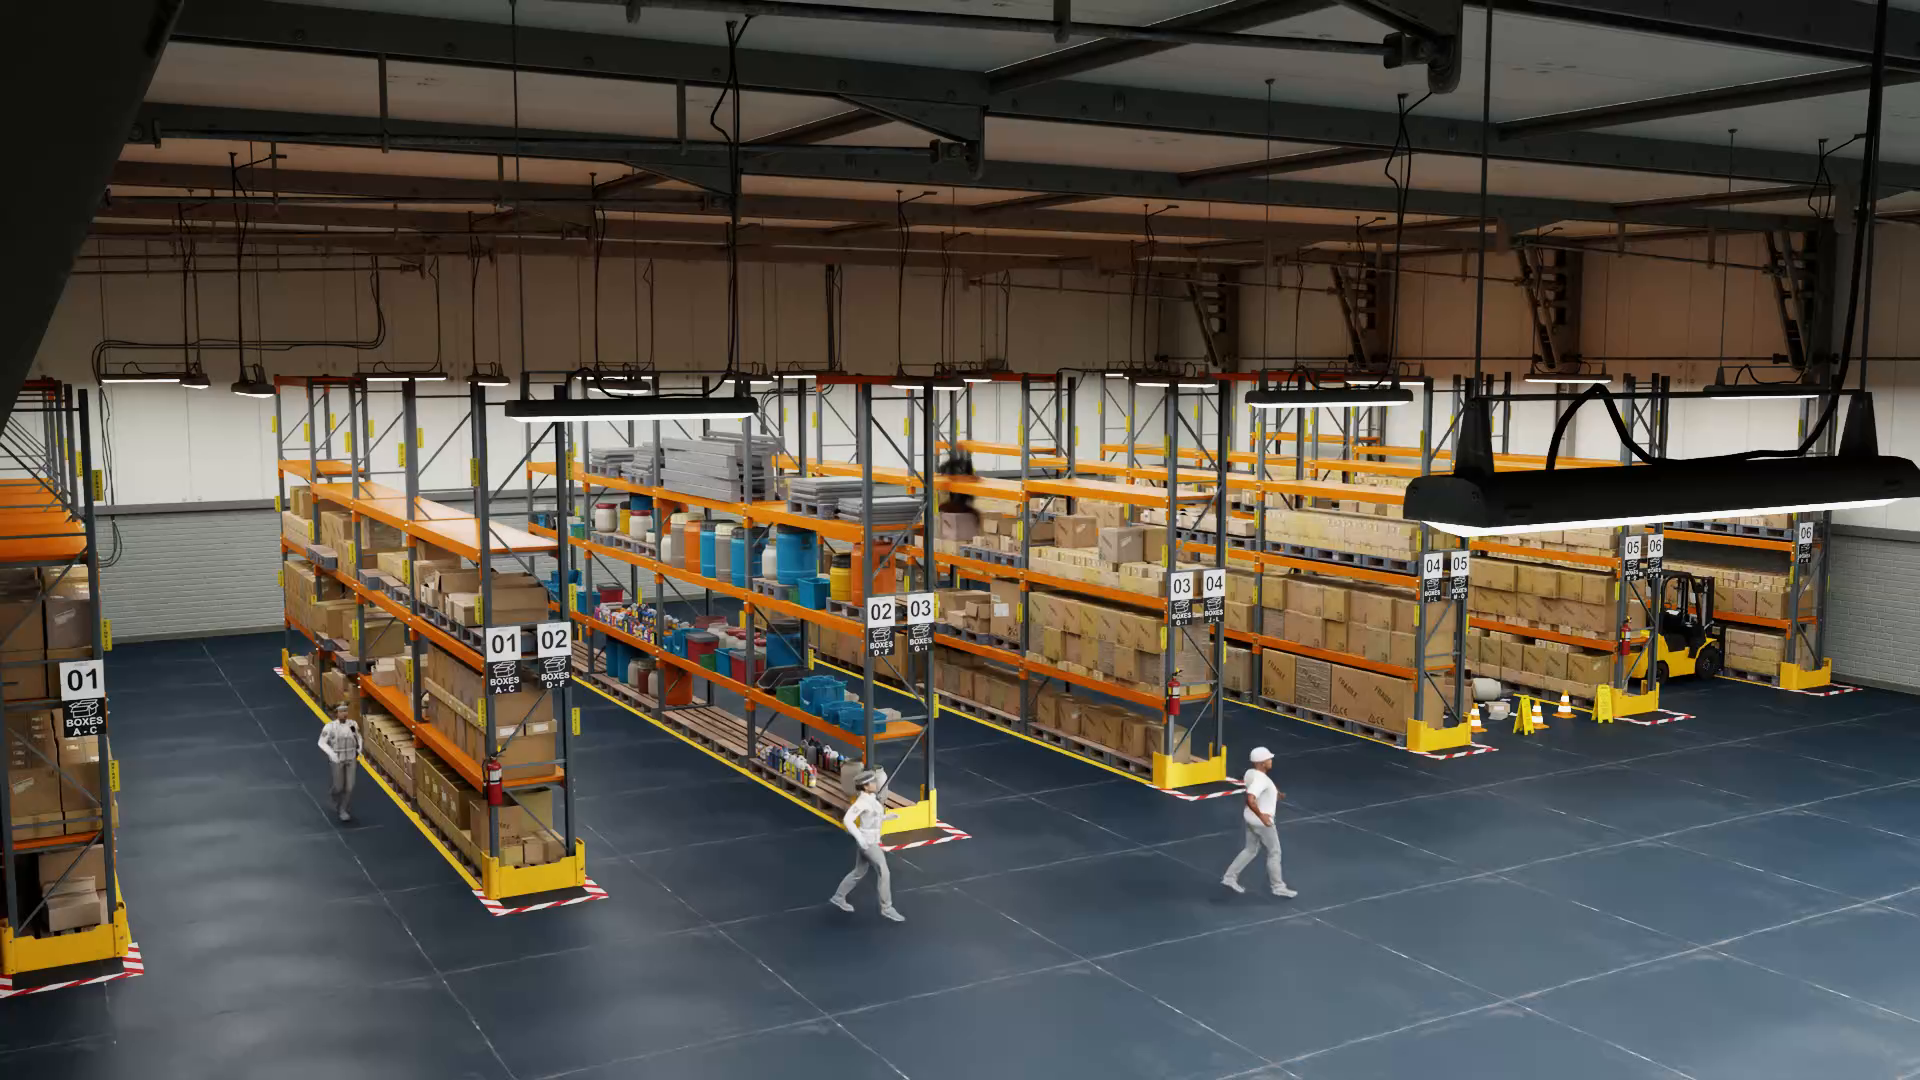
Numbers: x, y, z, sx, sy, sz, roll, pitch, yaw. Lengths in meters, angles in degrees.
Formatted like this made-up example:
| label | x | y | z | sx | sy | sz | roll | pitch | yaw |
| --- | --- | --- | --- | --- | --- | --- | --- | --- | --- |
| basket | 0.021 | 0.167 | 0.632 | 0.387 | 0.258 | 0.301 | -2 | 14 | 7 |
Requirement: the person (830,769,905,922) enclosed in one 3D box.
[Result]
| label | x | y | z | sx | sy | sz | roll | pitch | yaw |
| --- | --- | --- | --- | --- | --- | --- | --- | --- | --- |
| person | -1.033 | 3.431 | 18.727 | 0.822 | 1.728 | 0.596 | 0 | 6 | 0 |

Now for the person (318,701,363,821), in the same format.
| label | x | y | z | sx | sy | sz | roll | pitch | yaw |
| --- | --- | --- | --- | --- | --- | --- | --- | --- | --- |
| person | -8.488 | 3.014 | 22.863 | 0.602 | 1.647 | 0.543 | -5 | 8 | -38 |

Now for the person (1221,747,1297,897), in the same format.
| label | x | y | z | sx | sy | sz | roll | pitch | yaw |
| --- | --- | --- | --- | --- | --- | --- | --- | --- | --- |
| person | 3.517 | 3.295 | 19.463 | 0.888 | 1.768 | 0.704 | -1 | 6 | -10 |
